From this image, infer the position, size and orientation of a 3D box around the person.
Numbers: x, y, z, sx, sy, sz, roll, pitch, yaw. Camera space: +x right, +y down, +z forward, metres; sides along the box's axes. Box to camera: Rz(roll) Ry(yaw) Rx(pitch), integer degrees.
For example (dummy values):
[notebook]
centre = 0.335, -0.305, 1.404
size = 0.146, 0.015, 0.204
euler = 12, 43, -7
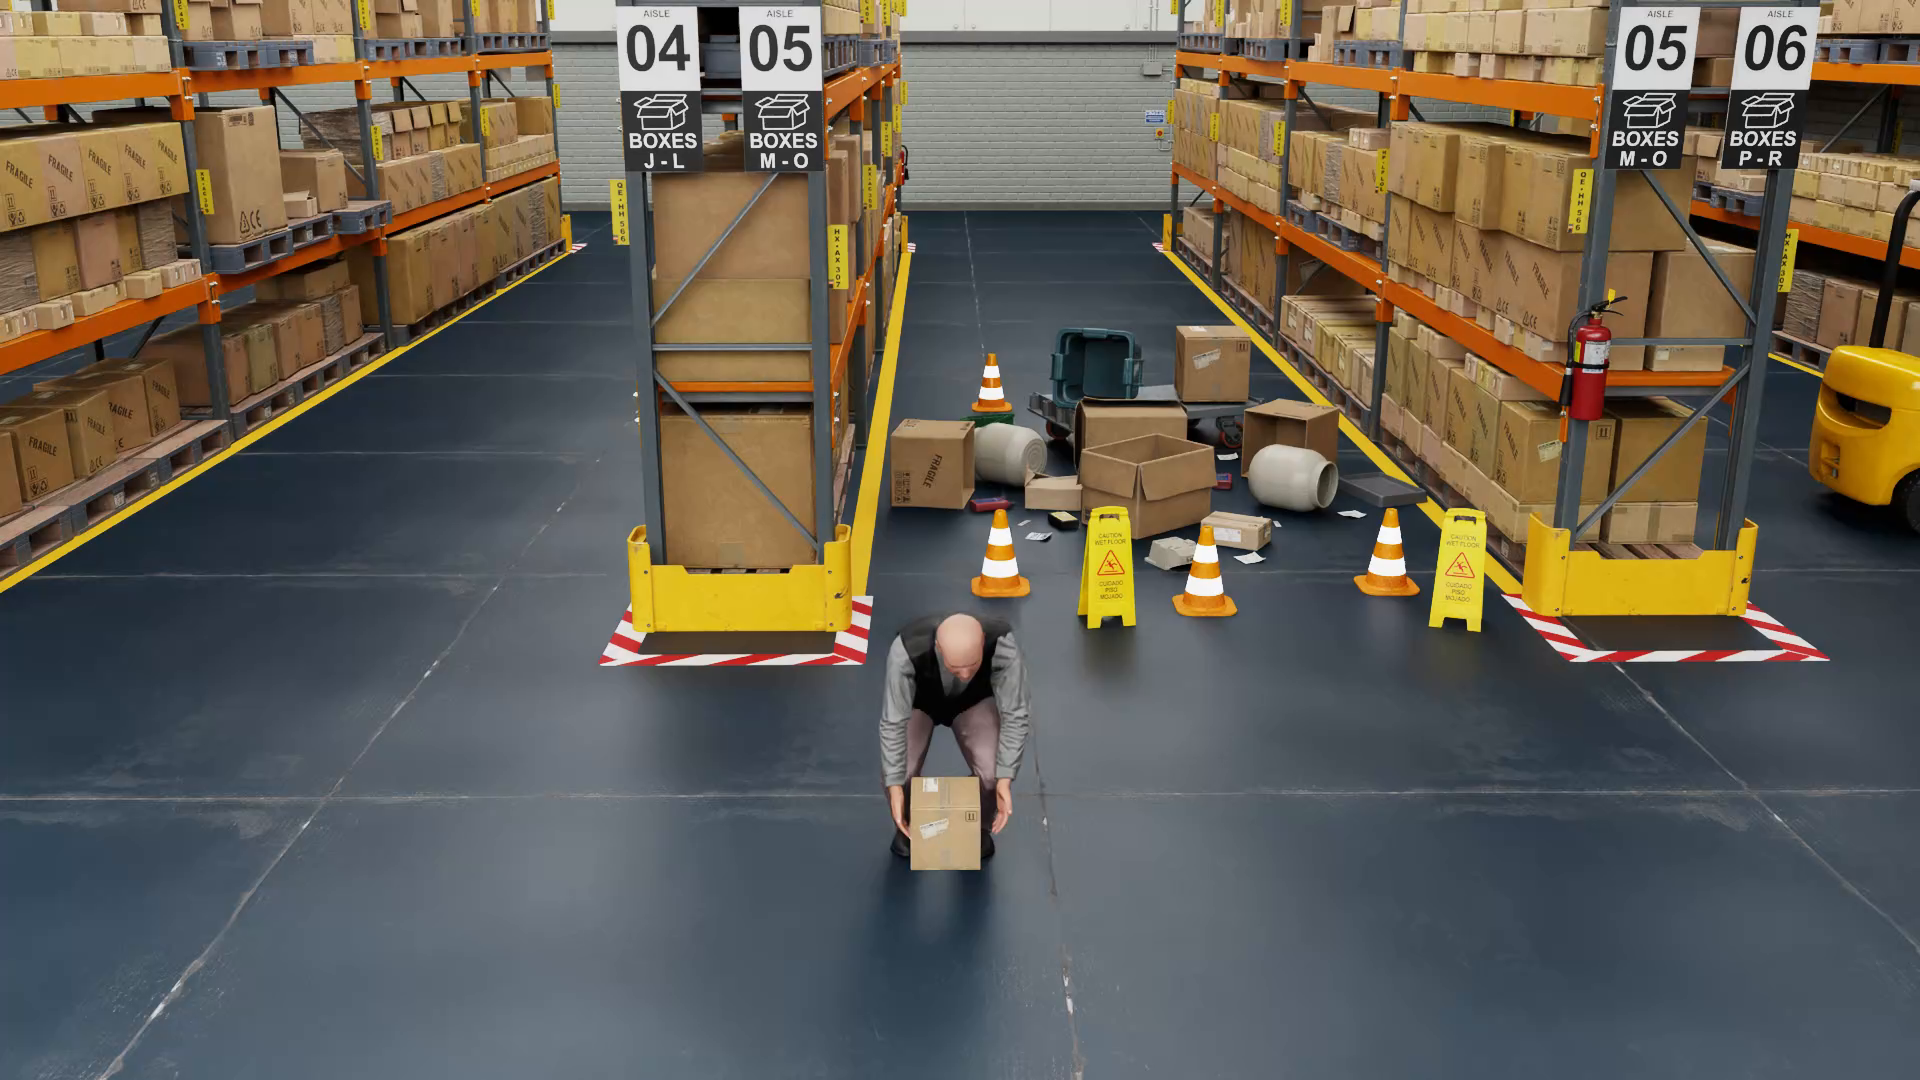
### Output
[person]
centre = -0.025, 0.702, 6.352
size = 0.561, 1.104, 0.824
euler = 0, 17, -1
